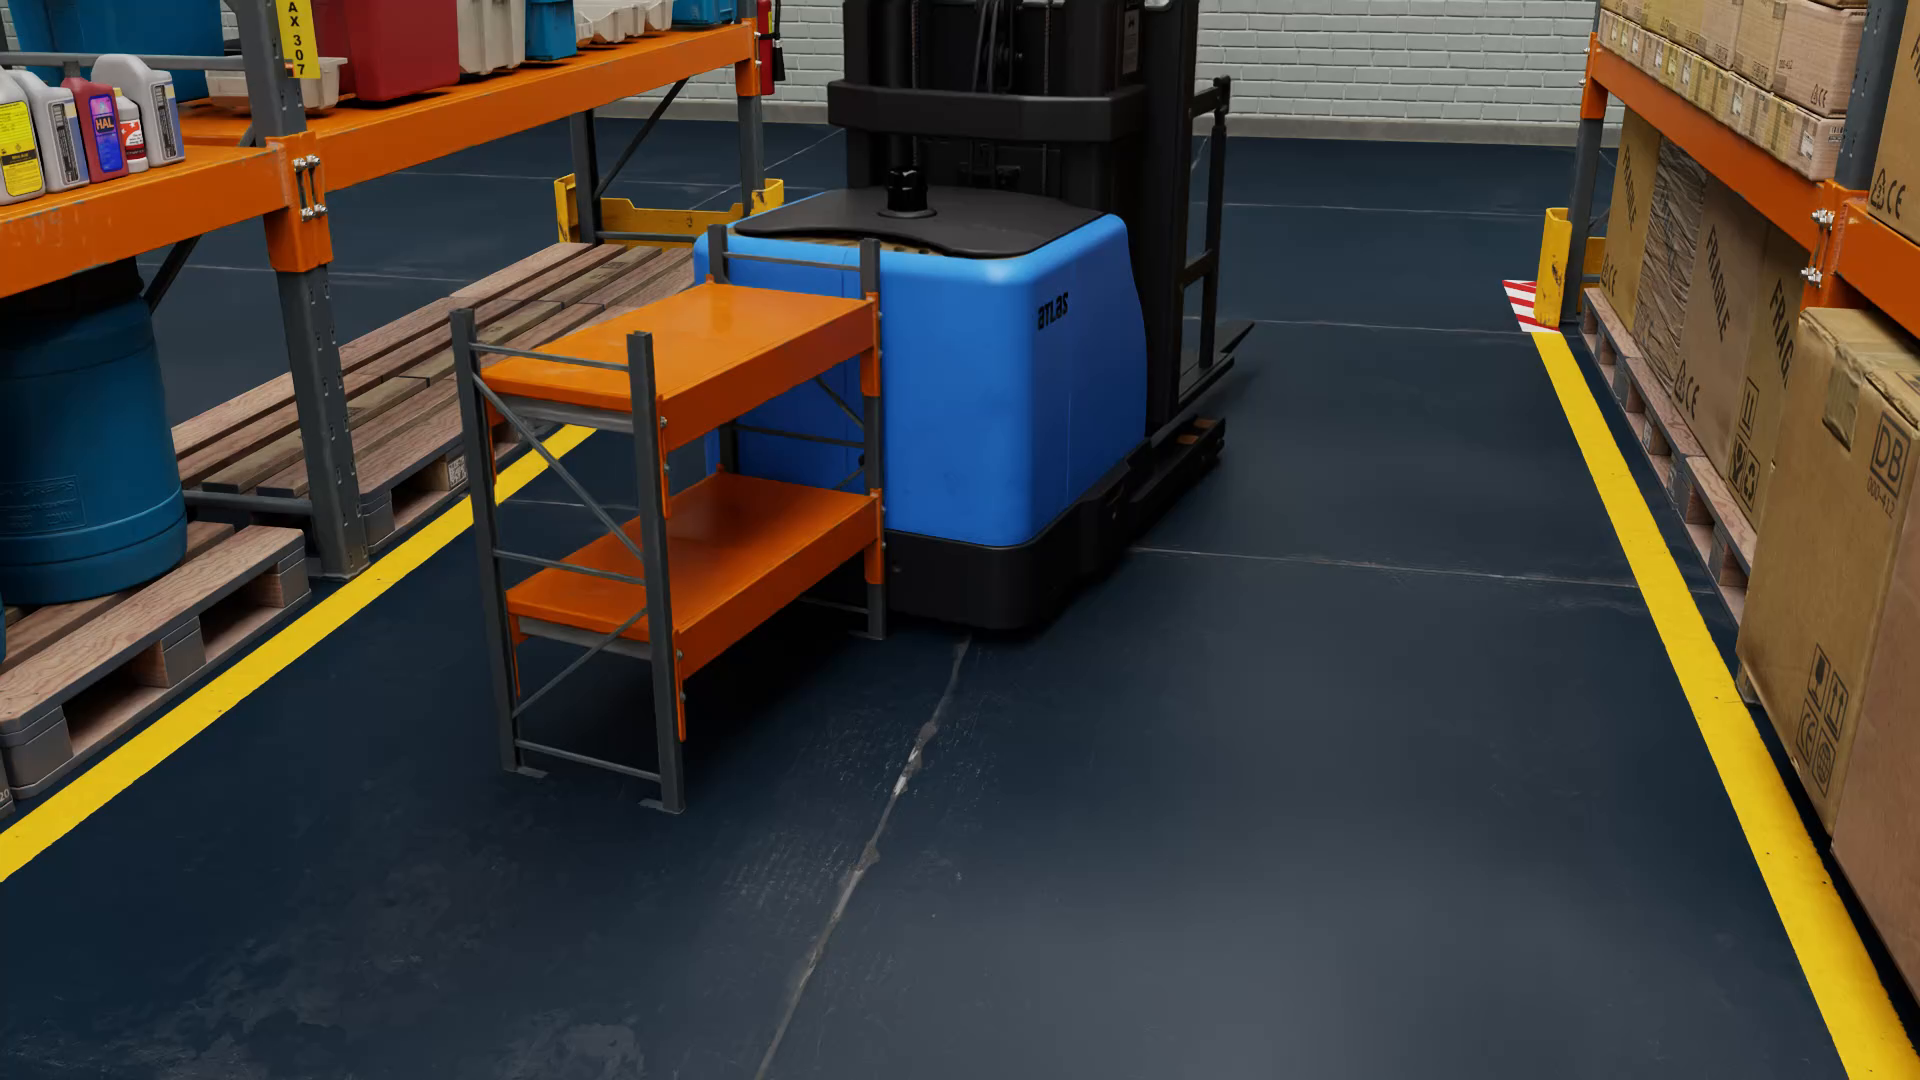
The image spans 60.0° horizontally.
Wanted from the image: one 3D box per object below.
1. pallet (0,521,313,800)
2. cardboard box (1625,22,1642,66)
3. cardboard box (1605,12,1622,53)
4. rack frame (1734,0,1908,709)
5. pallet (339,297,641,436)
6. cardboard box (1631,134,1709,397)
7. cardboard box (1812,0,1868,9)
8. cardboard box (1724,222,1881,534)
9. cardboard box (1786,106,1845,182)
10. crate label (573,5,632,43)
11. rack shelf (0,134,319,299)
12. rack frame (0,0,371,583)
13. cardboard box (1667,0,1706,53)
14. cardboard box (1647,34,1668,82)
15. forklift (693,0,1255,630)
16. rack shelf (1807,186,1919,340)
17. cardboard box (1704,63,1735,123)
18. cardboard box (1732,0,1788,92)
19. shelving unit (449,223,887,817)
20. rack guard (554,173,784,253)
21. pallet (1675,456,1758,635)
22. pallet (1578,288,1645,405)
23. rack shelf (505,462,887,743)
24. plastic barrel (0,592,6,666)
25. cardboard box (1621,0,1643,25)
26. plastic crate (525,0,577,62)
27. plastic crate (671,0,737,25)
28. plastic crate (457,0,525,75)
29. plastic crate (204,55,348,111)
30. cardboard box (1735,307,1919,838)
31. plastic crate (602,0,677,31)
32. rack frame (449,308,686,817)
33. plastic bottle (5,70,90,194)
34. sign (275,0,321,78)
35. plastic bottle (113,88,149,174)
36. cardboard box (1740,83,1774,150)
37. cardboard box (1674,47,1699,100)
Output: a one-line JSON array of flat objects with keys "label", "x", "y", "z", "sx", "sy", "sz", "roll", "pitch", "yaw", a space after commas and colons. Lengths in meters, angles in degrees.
[{"label": "pallet", "x": -2.522, "y": 0.250, "z": 4.451, "sx": 1.003, "sy": 0.211, "sz": 1.213, "roll": 4, "pitch": 22, "yaw": 11}, {"label": "cardboard box", "x": 2.790, "y": -1.904, "z": 6.402, "sx": 0.380, "sy": 0.149, "sz": 0.250, "roll": 4, "pitch": 22, "yaw": 10}, {"label": "cardboard box", "x": 2.894, "y": -2.093, "z": 6.872, "sx": 0.380, "sy": 0.149, "sz": 0.250, "roll": 4, "pitch": 22, "yaw": 10}, {"label": "rack frame", "x": 2.525, "y": -0.945, "z": 3.686, "sx": 1.000, "sy": 3.000, "sz": 0.127, "roll": 4, "pitch": 22, "yaw": 11}, {"label": "pallet", "x": -1.965, "y": -0.749, "z": 6.930, "sx": 1.003, "sy": 0.211, "sz": 1.213, "roll": 4, "pitch": 22, "yaw": 11}, {"label": "cardboard box", "x": 3.103, "y": -1.044, "z": 6.214, "sx": 0.875, "sy": 0.875, "sz": 0.875, "roll": 4, "pitch": 22, "yaw": 11}, {"label": "cardboard box", "x": 2.357, "y": -1.550, "z": 3.986, "sx": 0.500, "sy": 0.500, "sz": 0.500, "roll": 5, "pitch": 22, "yaw": 12}, {"label": "cardboard box", "x": 2.737, "y": -0.390, "z": 4.588, "sx": 0.875, "sy": 0.875, "sz": 0.875, "roll": 4, "pitch": 22, "yaw": 11}, {"label": "cardboard box", "x": 2.266, "y": -0.965, "z": 4.071, "sx": 0.380, "sy": 0.149, "sz": 0.250, "roll": 5, "pitch": 22, "yaw": 11}, {"label": "crate label", "x": -1.603, "y": -2.171, "z": 7.001, "sx": 0.396, "sy": 0.136, "sz": 0.243, "roll": 4, "pitch": 22, "yaw": 11}, {"label": "rack shelf", "x": -2.732, "y": -0.258, "z": 2.941, "sx": 1.077, "sy": 0.370, "sz": 4.000, "roll": 4, "pitch": 22, "yaw": 11}, {"label": "rack frame", "x": -2.324, "y": -1.323, "z": 4.623, "sx": 1.000, "sy": 3.000, "sz": 0.127, "roll": 4, "pitch": 22, "yaw": 11}, {"label": "cardboard box", "x": 2.671, "y": -1.756, "z": 5.502, "sx": 0.500, "sy": 0.250, "sz": 0.500, "roll": 4, "pitch": 22, "yaw": 10}, {"label": "cardboard box", "x": 2.685, "y": -1.717, "z": 5.937, "sx": 0.380, "sy": 0.149, "sz": 0.250, "roll": 4, "pitch": 22, "yaw": 10}, {"label": "forklift", "x": 0.317, "y": -1.630, "z": 5.476, "sx": 1.130, "sy": 2.935, "sz": 3.031, "roll": 10, "pitch": 24, "yaw": 23}, {"label": "rack shelf", "x": 2.116, "y": 0.120, "z": 2.004, "sx": 1.077, "sy": 0.370, "sz": 4.000, "roll": 4, "pitch": 22, "yaw": 11}, {"label": "cardboard box", "x": 2.476, "y": -1.342, "z": 5.006, "sx": 0.380, "sy": 0.149, "sz": 0.250, "roll": 5, "pitch": 22, "yaw": 12}, {"label": "cardboard box", "x": 2.461, "y": -1.385, "z": 4.579, "sx": 0.500, "sy": 0.250, "sz": 0.500, "roll": 5, "pitch": 23, "yaw": 13}, {"label": "shelving unit", "x": -0.650, "y": -0.108, "z": 4.117, "sx": 0.538, "sy": 1.125, "sz": 1.048, "roll": 10, "pitch": 24, "yaw": 23}, {"label": "rack guard", "x": -1.516, "y": -1.636, "z": 8.747, "sx": 1.175, "sy": 0.500, "sz": 0.348, "roll": 4, "pitch": 22, "yaw": 11}, {"label": "pallet", "x": 2.756, "y": 0.076, "z": 4.882, "sx": 1.003, "sy": 0.211, "sz": 1.213, "roll": 4, "pitch": 22, "yaw": 11}, {"label": "pallet", "x": 3.254, "y": -0.816, "z": 7.098, "sx": 1.003, "sy": 0.211, "sz": 1.213, "roll": 4, "pitch": 22, "yaw": 11}, {"label": "rack shelf", "x": -0.650, "y": 0.119, "z": 4.208, "sx": 0.538, "sy": 0.278, "sz": 1.000, "roll": 10, "pitch": 24, "yaw": 23}, {"label": "plastic barrel", "x": -2.596, "y": -0.088, "z": 3.803, "sx": 0.600, "sy": 0.901, "sz": 0.708, "roll": 4, "pitch": 22, "yaw": 11}, {"label": "cardboard box", "x": 2.879, "y": -2.131, "z": 6.432, "sx": 0.500, "sy": 0.250, "sz": 0.500, "roll": 4, "pitch": 22, "yaw": 10}, {"label": "plastic crate", "x": -1.676, "y": -1.965, "z": 6.362, "sx": 0.416, "sy": 0.233, "sz": 0.300, "roll": 4, "pitch": 22, "yaw": 11}, {"label": "plastic crate", "x": -1.394, "y": -2.693, "z": 7.898, "sx": 0.616, "sy": 0.435, "sz": 0.499, "roll": 4, "pitch": 22, "yaw": 11}, {"label": "plastic crate", "x": -1.832, "y": -1.840, "z": 5.986, "sx": 0.437, "sy": 0.282, "sz": 0.530, "roll": 4, "pitch": 22, "yaw": 11}, {"label": "plastic crate", "x": -2.089, "y": -1.388, "z": 5.057, "sx": 0.396, "sy": 0.136, "sz": 0.243, "roll": 4, "pitch": 22, "yaw": 11}, {"label": "cardboard box", "x": 2.413, "y": 0.081, "z": 3.419, "sx": 1.225, "sy": 0.875, "sz": 0.875, "roll": 5, "pitch": 22, "yaw": 11}, {"label": "plastic crate", "x": -1.497, "y": -2.379, "z": 7.519, "sx": 0.396, "sy": 0.136, "sz": 0.243, "roll": 4, "pitch": 22, "yaw": 11}, {"label": "rack frame", "x": -0.862, "y": 0.064, "z": 3.688, "sx": 0.500, "sy": 1.125, "sz": 0.032, "roll": 10, "pitch": 24, "yaw": 23}, {"label": "plastic bottle", "x": -2.163, "y": -0.963, "z": 3.895, "sx": 0.152, "sy": 0.276, "sz": 0.135, "roll": 4, "pitch": 22, "yaw": 11}, {"label": "sign", "x": -1.786, "y": -1.409, "z": 4.466, "sx": 0.100, "sy": 0.325, "sz": 0.005, "roll": 4, "pitch": 22, "yaw": 11}, {"label": "plastic bottle", "x": -2.085, "y": -1.017, "z": 4.131, "sx": 0.097, "sy": 0.201, "sz": 0.097, "roll": 0, "pitch": 22, "yaw": 0}, {"label": "cardboard box", "x": 2.371, "y": -1.153, "z": 4.538, "sx": 0.380, "sy": 0.149, "sz": 0.250, "roll": 4, "pitch": 22, "yaw": 10}, {"label": "cardboard box", "x": 2.581, "y": -1.528, "z": 5.469, "sx": 0.380, "sy": 0.149, "sz": 0.250, "roll": 5, "pitch": 22, "yaw": 12}]
